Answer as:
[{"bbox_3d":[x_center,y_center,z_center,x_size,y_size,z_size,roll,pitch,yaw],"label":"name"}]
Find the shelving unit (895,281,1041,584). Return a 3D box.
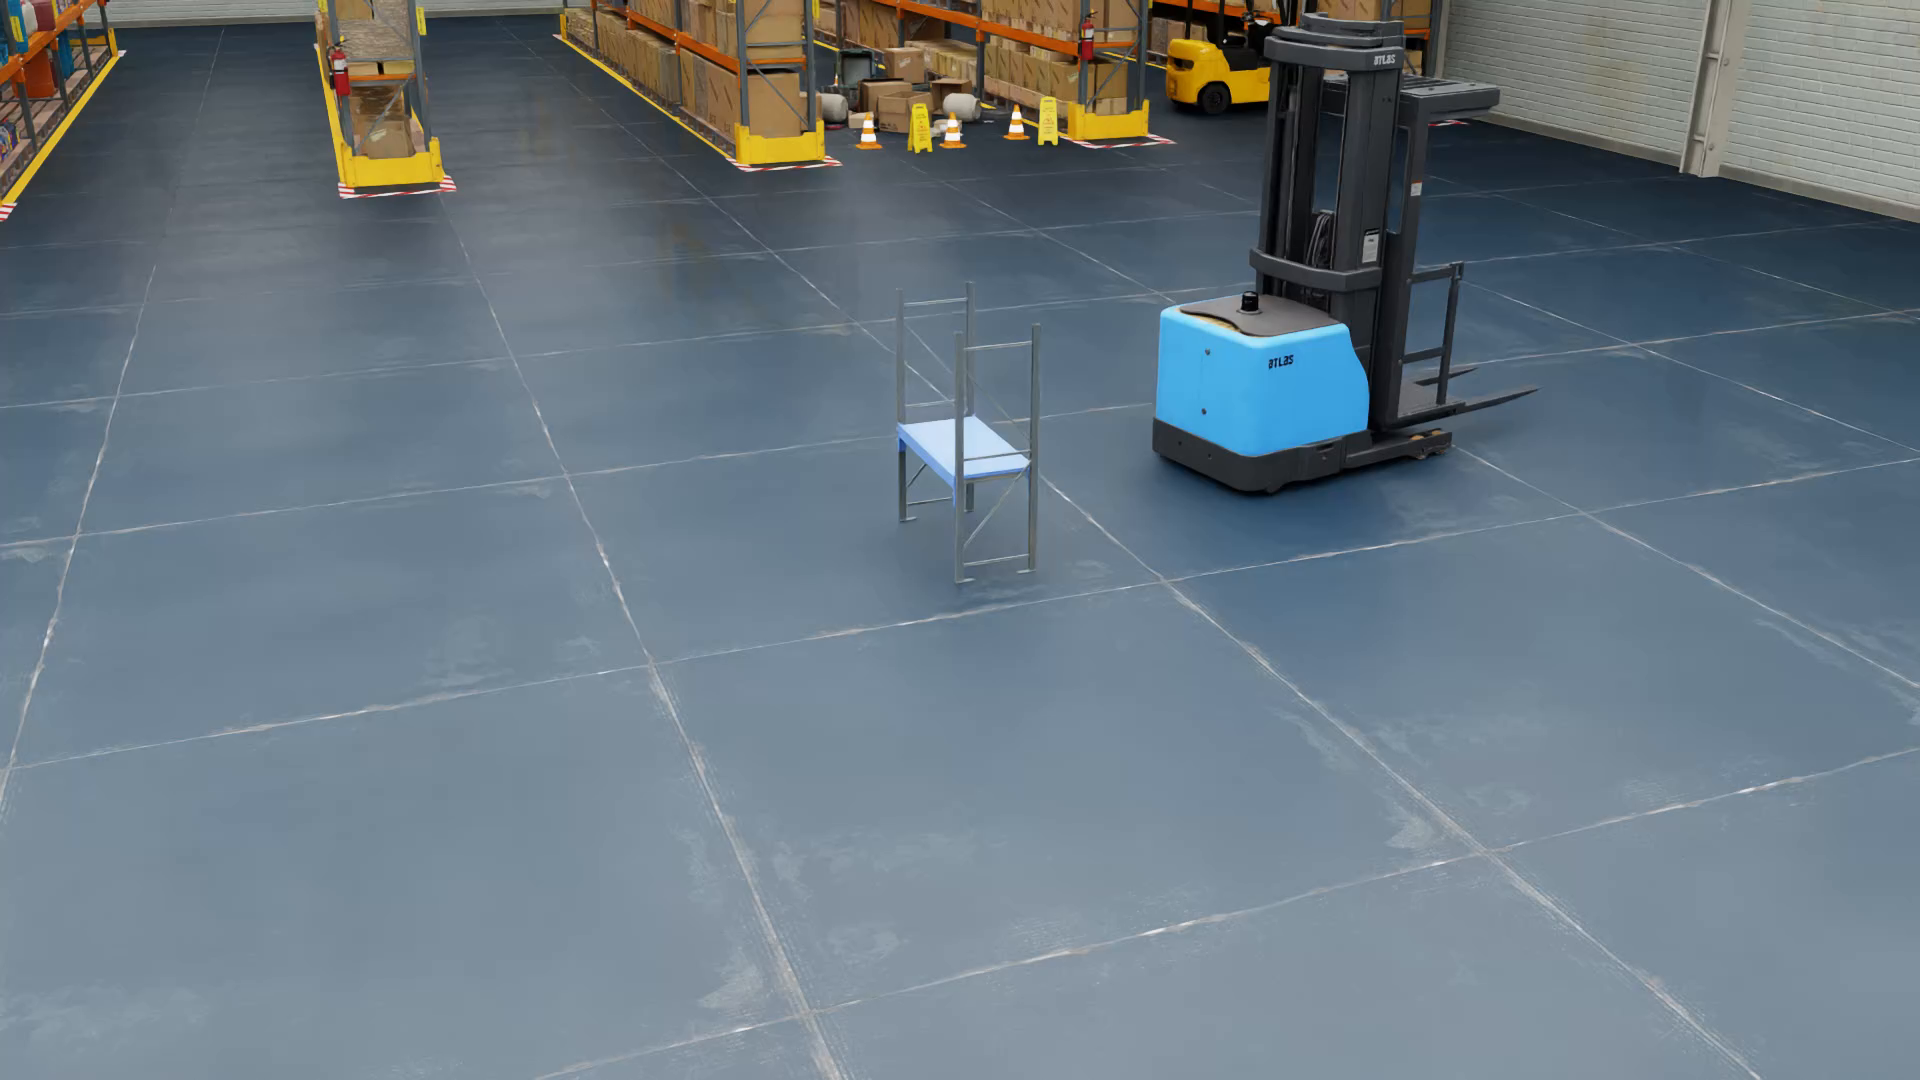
[{"bbox_3d":[0.030,-0.660,9.885,0.538,1.500,1.048,-8,24,-19],"label":"shelving unit"}]

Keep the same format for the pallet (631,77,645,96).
[{"bbox_3d":[-5.037,-7.832,28.561,1.003,0.211,1.213,-8,24,-19],"label":"pallet"}]

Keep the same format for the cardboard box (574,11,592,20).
[{"bbox_3d":[-7.860,-10.966,34.770,0.380,0.149,0.250,-10,25,-22],"label":"cardboard box"}]

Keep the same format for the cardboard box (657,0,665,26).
[{"bbox_3d":[-4.445,-8.343,26.054,0.500,0.500,0.500,-9,24,-20],"label":"cardboard box"}]

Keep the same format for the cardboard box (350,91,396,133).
[{"bbox_3d":[-8.195,-6.001,23.303,0.500,0.500,0.500,-1,23,-2],"label":"cardboard box"}]

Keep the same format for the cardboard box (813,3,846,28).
[{"bbox_3d":[-2.819,-11.492,36.412,0.875,0.438,0.875,-8,24,-18],"label":"cardboard box"}]

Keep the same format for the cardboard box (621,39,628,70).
[{"bbox_3d":[-5.723,-8.659,29.610,0.500,0.500,0.500,-8,24,-19],"label":"cardboard box"}]

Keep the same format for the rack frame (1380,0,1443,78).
[{"bbox_3d":[6.818,-7.906,25.145,1.000,3.000,0.127,-8,24,-19],"label":"rack frame"}]

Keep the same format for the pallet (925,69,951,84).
[{"bbox_3d":[0.052,-8.118,29.240,1.003,0.211,1.213,-8,24,-19],"label":"pallet"}]

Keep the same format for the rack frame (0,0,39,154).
[{"bbox_3d":[-13.142,-6.637,22.136,1.000,3.000,0.127,-8,24,-19],"label":"rack frame"}]

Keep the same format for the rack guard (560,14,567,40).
[{"bbox_3d":[-8.045,-11.141,36.040,1.175,0.500,0.348,-8,24,-19],"label":"rack guard"}]

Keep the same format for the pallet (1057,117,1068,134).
[{"bbox_3d":[1.895,-6.266,24.845,1.003,0.211,1.213,-8,24,-19],"label":"pallet"}]

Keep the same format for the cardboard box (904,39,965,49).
[{"bbox_3d":[-0.460,-8.906,30.361,0.950,0.372,0.625,-10,25,-23],"label":"cardboard box"}]

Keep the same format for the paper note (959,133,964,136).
[{"bbox_3d":[-0.020,-5.925,24.269,0.148,0.019,0.142,-18,29,-37],"label":"paper note"}]

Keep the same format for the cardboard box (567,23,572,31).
[{"bbox_3d":[-8.186,-10.966,35.537,0.380,0.149,0.250,-8,24,-18],"label":"cardboard box"}]

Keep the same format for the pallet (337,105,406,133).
[{"bbox_3d":[-8.785,-6.315,24.960,1.003,0.211,1.213,-8,24,-19],"label":"pallet"}]

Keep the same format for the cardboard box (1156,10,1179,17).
[{"bbox_3d":[4.099,-10.385,32.870,0.380,0.149,0.250,-7,24,-16],"label":"cardboard box"}]

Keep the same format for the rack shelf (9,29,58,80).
[{"bbox_3d":[-13.848,-7.033,23.999,1.077,0.370,4.000,-8,24,-19],"label":"rack shelf"}]

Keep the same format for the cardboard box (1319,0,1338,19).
[{"bbox_3d":[6.043,-8.470,26.356,0.500,0.500,0.500,-9,24,-20],"label":"cardboard box"}]

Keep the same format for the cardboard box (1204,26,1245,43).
[{"bbox_3d":[4.943,-8.929,30.090,0.875,0.625,0.625,-9,24,-20],"label":"cardboard box"}]

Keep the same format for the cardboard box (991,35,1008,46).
[{"bbox_3d":[0.707,-7.942,26.431,0.380,0.149,0.250,-8,24,-18],"label":"cardboard box"}]

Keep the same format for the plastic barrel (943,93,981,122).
[{"bbox_3d":[0.030,-6.579,25.314,0.512,0.421,0.421,8,24,18],"label":"plastic barrel"}]

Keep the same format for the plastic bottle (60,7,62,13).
[{"bbox_3d":[-15.023,-8.866,27.680,0.097,0.201,0.097,0,23,0],"label":"plastic bottle"}]

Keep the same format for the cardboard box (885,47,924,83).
[{"bbox_3d":[-0.892,-7.619,26.707,0.500,0.500,0.500,-8,24,-19],"label":"cardboard box"}]

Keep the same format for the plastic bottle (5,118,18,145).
[{"bbox_3d":[-12.645,-5.425,22.103,0.144,0.351,0.185,-9,24,-20],"label":"plastic bottle"}]

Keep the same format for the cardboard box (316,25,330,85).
[{"bbox_3d":[-10.146,-8.238,28.129,1.225,0.875,0.875,-10,25,-21],"label":"cardboard box"}]

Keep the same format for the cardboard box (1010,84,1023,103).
[{"bbox_3d":[1.108,-6.967,25.917,0.500,0.250,0.500,-9,24,-20],"label":"cardboard box"}]

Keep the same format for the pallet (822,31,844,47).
[{"bbox_3d":[-2.259,-10.585,35.093,1.003,0.211,1.213,-8,24,-19],"label":"pallet"}]

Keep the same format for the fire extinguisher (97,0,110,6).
[{"bbox_3d":[-17.009,-10.907,32.846,0.296,0.674,0.183,-8,24,-19],"label":"fire extinguisher"}]

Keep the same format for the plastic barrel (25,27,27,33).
[{"bbox_3d":[-13.534,-7.344,23.638,0.433,0.535,0.433,0,23,0],"label":"plastic barrel"}]

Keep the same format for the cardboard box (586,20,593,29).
[{"bbox_3d":[-7.250,-10.292,33.170,0.380,0.149,0.250,-9,24,-19],"label":"cardboard box"}]

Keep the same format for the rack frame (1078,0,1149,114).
[{"bbox_3d":[2.176,-7.223,23.526,1.000,3.000,0.127,-8,24,-19],"label":"rack frame"}]

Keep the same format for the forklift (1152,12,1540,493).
[{"bbox_3d":[2.855,-2.072,11.391,3.031,2.935,1.130,-14,26,-29],"label":"forklift"}]

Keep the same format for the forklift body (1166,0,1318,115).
[{"bbox_3d":[4.442,-7.953,26.350,2.313,2.155,1.214,-8,24,-19],"label":"forklift body"}]

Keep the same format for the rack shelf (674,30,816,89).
[{"bbox_3d":[-3.126,-6.903,23.691,1.077,0.370,4.000,-8,24,-19],"label":"rack shelf"}]

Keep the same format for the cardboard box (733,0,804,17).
[{"bbox_3d":[-2.514,-7.214,21.921,0.875,0.550,0.550,-8,24,-19],"label":"cardboard box"}]

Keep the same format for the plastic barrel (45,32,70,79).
[{"bbox_3d":[-15.542,-8.313,28.273,0.600,0.901,0.708,-8,24,-19],"label":"plastic barrel"}]

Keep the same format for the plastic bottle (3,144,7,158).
[{"bbox_3d":[-12.269,-4.996,21.277,0.097,0.201,0.097,0,23,0],"label":"plastic bottle"}]

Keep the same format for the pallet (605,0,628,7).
[{"bbox_3d":[-5.597,-9.570,29.341,1.213,0.211,1.003,-8,24,-19],"label":"pallet"}]

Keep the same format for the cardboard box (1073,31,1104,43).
[{"bbox_3d":[1.844,-7.214,23.827,0.380,0.149,0.250,-8,24,-17],"label":"cardboard box"}]

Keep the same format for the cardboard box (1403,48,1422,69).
[{"bbox_3d":[6.825,-7.493,25.879,0.500,0.250,0.500,-9,24,-20],"label":"cardboard box"}]

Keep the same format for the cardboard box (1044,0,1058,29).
[{"bbox_3d":[1.554,-7.748,24.260,0.500,0.500,0.500,-8,24,-19],"label":"cardboard box"}]

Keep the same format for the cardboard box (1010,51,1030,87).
[{"bbox_3d":[1.100,-7.316,25.779,0.500,0.500,0.500,-7,24,-16],"label":"cardboard box"}]

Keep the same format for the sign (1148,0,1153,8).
[{"bbox_3d":[2.683,-7.697,23.534,0.100,0.325,0.005,-8,24,-19],"label":"sign"}]

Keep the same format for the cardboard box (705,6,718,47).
[{"bbox_3d":[-3.114,-7.309,23.537,0.875,0.550,0.500,-8,24,-19],"label":"cardboard box"}]

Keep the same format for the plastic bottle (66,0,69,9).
[{"bbox_3d":[-15.397,-9.255,28.507,0.152,0.276,0.135,-8,24,-19],"label":"plastic bottle"}]

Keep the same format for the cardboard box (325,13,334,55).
[{"bbox_3d":[-7.553,-6.415,21.098,0.875,0.500,0.500,-8,24,-19],"label":"cardboard box"}]

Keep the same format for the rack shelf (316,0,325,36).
[{"bbox_3d":[-10.628,-9.166,29.060,1.077,0.370,4.000,-8,24,-19],"label":"rack shelf"}]

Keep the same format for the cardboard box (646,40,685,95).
[{"bbox_3d":[-4.473,-7.682,26.970,1.050,0.750,0.750,-8,24,-19],"label":"cardboard box"}]

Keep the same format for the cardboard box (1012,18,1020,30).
[{"bbox_3d":[1.017,-7.936,25.541,0.380,0.149,0.250,-8,24,-19],"label":"cardboard box"}]

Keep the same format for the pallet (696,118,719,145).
[{"bbox_3d":[-3.202,-5.945,24.083,1.003,0.211,1.213,-8,24,-19],"label":"pallet"}]

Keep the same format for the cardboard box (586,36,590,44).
[{"bbox_3d":[-7.283,-10.036,33.329,0.380,0.149,0.250,-9,25,-21],"label":"cardboard box"}]

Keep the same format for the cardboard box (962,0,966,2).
[{"bbox_3d":[0.246,-9.002,27.528,0.380,0.149,0.250,-9,25,-21],"label":"cardboard box"}]
